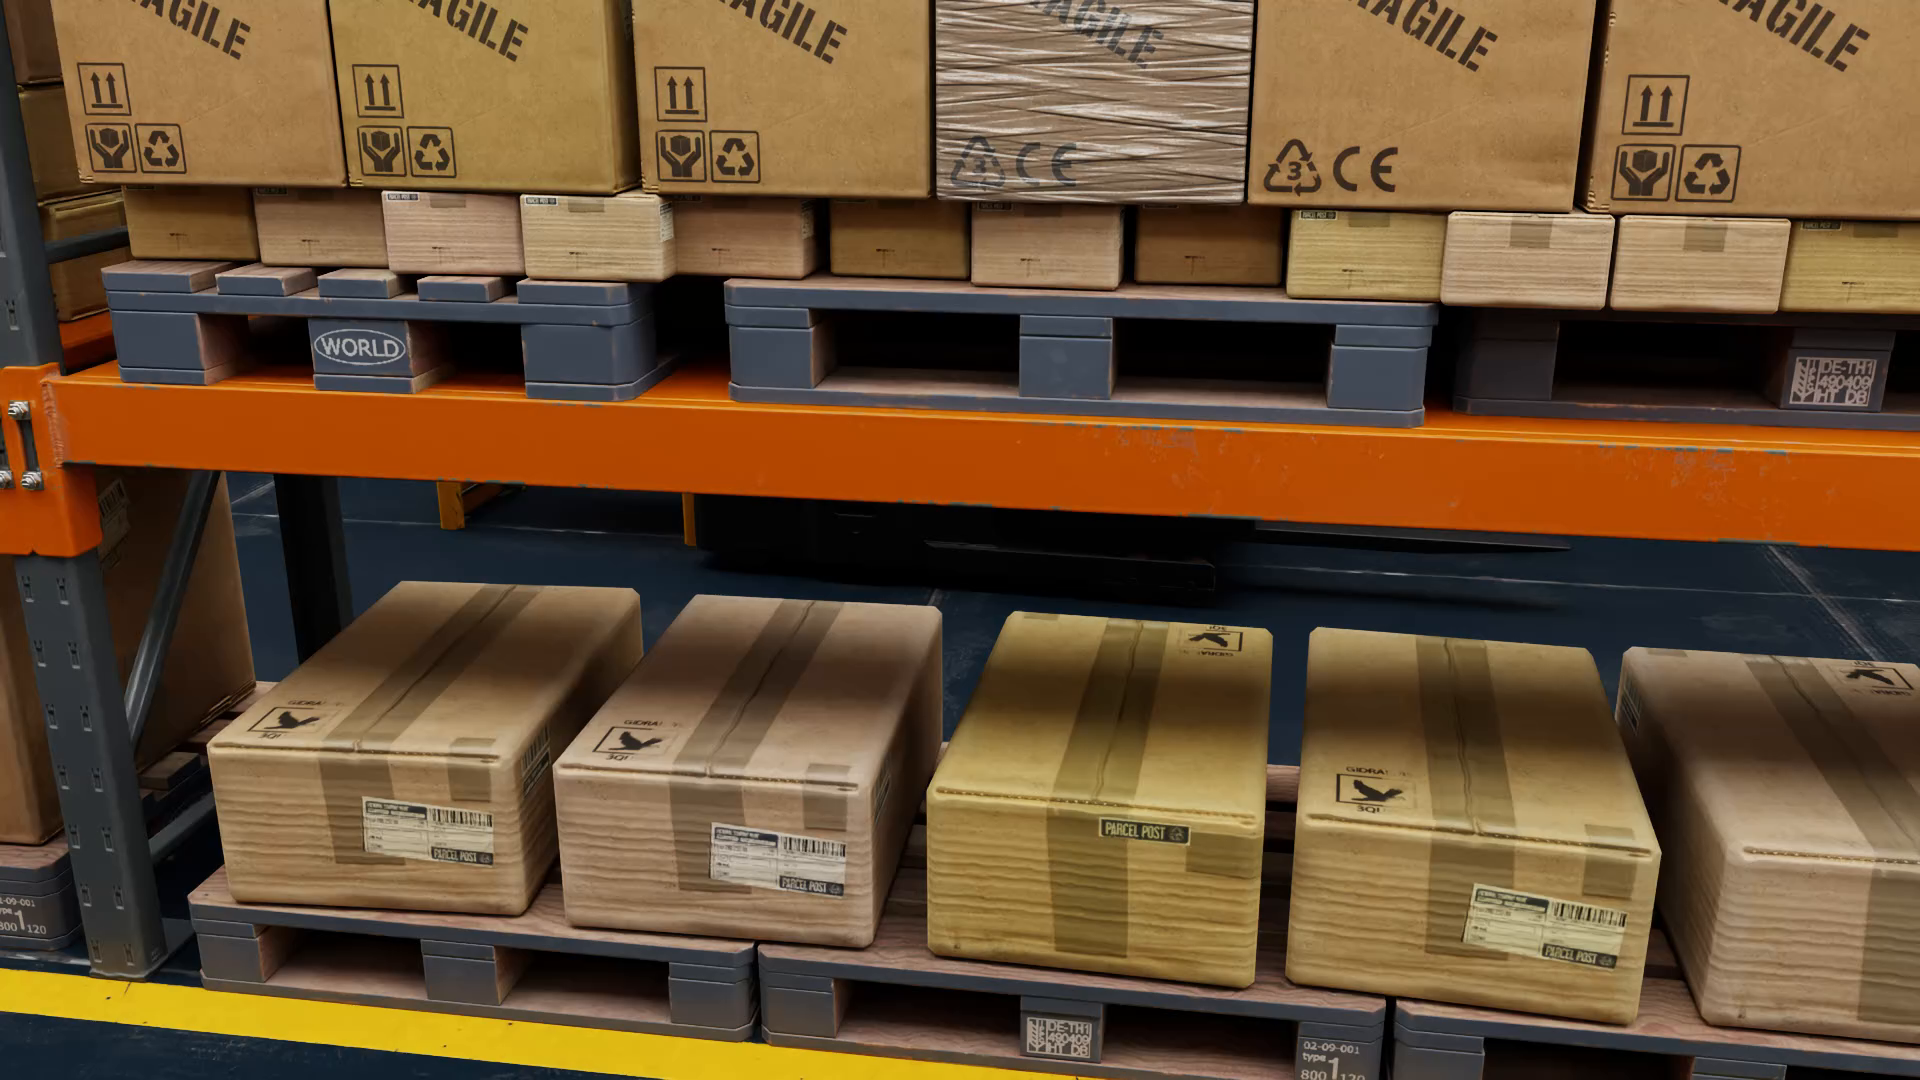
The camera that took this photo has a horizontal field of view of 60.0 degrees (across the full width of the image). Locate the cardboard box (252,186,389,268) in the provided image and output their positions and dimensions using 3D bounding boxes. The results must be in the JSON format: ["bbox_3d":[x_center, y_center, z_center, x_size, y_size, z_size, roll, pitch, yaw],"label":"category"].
[{"bbox_3d":[-1.137,-0.627,3.185,0.250,0.149,0.380,2,19,5],"label":"cardboard box"}]

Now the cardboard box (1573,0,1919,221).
[{"bbox_3d":[1.265,-0.809,2.705,0.500,0.500,0.500,3,19,9],"label":"cardboard box"}]

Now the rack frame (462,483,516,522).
[{"bbox_3d":[-1.914,-0.842,6.456,0.032,1.500,0.500,4,19,11],"label":"rack frame"}]

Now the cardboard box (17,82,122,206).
[{"bbox_3d":[-2.163,-0.916,3.761,0.500,0.250,0.500,3,19,8],"label":"cardboard box"}]

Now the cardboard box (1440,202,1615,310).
[{"bbox_3d":[0.925,-0.497,2.796,0.250,0.149,0.380,3,19,9],"label":"cardboard box"}]

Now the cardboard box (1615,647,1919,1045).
[{"bbox_3d":[1.729,0.576,3.334,0.625,0.372,0.950,3,19,9],"label":"cardboard box"}]

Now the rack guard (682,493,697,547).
[{"bbox_3d":[-0.938,-0.185,6.463,0.087,0.250,0.587,4,19,11],"label":"rack guard"}]

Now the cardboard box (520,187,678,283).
[{"bbox_3d":[-0.606,-0.579,3.040,0.250,0.149,0.380,3,19,9],"label":"cardboard box"}]

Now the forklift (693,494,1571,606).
[{"bbox_3d":[0.612,-1.350,5.719,3.031,2.935,1.130,4,19,11],"label":"forklift"}]

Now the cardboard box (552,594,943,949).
[{"bbox_3d":[-0.416,0.466,3.661,0.625,0.372,0.950,3,19,8],"label":"cardboard box"}]

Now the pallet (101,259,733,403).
[{"bbox_3d":[-0.982,-0.553,3.532,1.003,0.211,1.213,3,19,9],"label":"pallet"}]

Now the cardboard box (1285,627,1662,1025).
[{"bbox_3d":[1.019,0.541,3.439,0.625,0.372,0.950,4,19,12],"label":"cardboard box"}]

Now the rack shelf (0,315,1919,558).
[{"bbox_3d":[0.272,-0.205,3.322,4.000,0.370,1.077,3,19,9],"label":"rack shelf"}]

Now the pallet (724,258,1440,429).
[{"bbox_3d":[0.259,-0.469,3.280,1.213,0.211,1.003,3,19,9],"label":"pallet"}]

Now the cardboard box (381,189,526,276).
[{"bbox_3d":[-0.874,-0.599,3.101,0.250,0.149,0.380,2,19,5],"label":"cardboard box"}]

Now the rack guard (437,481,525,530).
[{"bbox_3d":[-1.913,-0.249,6.655,0.087,0.250,0.587,4,19,11],"label":"rack guard"}]

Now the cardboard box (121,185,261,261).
[{"bbox_3d":[-1.411,-0.652,3.259,0.250,0.149,0.380,2,19,5],"label":"cardboard box"}]

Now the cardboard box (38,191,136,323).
[{"bbox_3d":[-2.145,-0.679,3.842,0.500,0.250,0.500,3,19,8],"label":"cardboard box"}]

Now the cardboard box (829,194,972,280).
[{"bbox_3d":[-0.070,-0.589,3.071,0.250,0.149,0.380,4,19,11],"label":"cardboard box"}]

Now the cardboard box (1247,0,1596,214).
[{"bbox_3d":[0.756,-0.837,2.789,0.500,0.500,0.500,4,19,11],"label":"cardboard box"}]

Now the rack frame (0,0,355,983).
[{"bbox_3d":[-1.702,-0.647,3.509,0.127,3.000,1.000,3,19,9],"label":"rack frame"}]

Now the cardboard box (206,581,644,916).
[{"bbox_3d":[-1.146,0.432,3.765,0.625,0.372,0.950,2,19,5],"label":"cardboard box"}]

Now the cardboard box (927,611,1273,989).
[{"bbox_3d":[0.332,0.506,3.542,0.625,0.372,0.950,4,19,10],"label":"cardboard box"}]

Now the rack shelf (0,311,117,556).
[{"bbox_3d":[-3.677,-0.406,3.924,4.000,0.370,1.077,3,19,9],"label":"rack shelf"}]

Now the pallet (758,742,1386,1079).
[{"bbox_3d":[0.270,0.778,3.647,1.213,0.211,1.003,3,19,9],"label":"pallet"}]

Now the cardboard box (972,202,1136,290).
[{"bbox_3d":[0.177,-0.556,2.971,0.250,0.149,0.380,4,19,10],"label":"cardboard box"}]

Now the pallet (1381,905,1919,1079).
[{"bbox_3d":[1.478,0.838,3.465,1.213,0.211,1.003,3,19,9],"label":"pallet"}]

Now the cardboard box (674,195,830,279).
[{"bbox_3d":[-0.355,-0.591,3.077,0.250,0.149,0.380,4,19,12],"label":"cardboard box"}]

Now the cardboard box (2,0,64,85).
[{"bbox_3d":[-2.150,-1.270,3.637,0.500,0.500,0.500,2,19,7],"label":"cardboard box"}]

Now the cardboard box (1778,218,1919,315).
[{"bbox_3d":[1.438,-0.484,2.756,0.250,0.149,0.380,2,19,7],"label":"cardboard box"}]

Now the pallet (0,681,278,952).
[{"bbox_3d":[-2.469,0.612,4.140,1.213,0.211,1.003,3,19,9],"label":"pallet"}]

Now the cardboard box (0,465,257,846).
[{"bbox_3d":[-2.371,0.101,3.961,0.875,0.875,0.875,3,19,8],"label":"cardboard box"}]

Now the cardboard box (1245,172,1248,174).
[{"bbox_3d":[0.469,-0.727,3.481,0.250,0.149,0.380,4,19,11],"label":"cardboard box"}]

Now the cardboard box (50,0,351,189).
[{"bbox_3d":[-1.295,-0.939,3.095,0.500,0.500,0.500,2,19,7],"label":"cardboard box"}]

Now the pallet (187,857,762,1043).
[{"bbox_3d":[-0.931,0.715,3.832,1.213,0.211,1.003,3,19,9],"label":"pallet"}]

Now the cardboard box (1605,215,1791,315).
[{"bbox_3d":[1.178,-0.485,2.761,0.250,0.149,0.380,3,19,8],"label":"cardboard box"}]

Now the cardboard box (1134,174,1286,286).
[{"bbox_3d":[0.447,-0.566,3.002,0.250,0.149,0.380,2,19,7],"label":"cardboard box"}]

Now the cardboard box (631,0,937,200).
[{"bbox_3d":[-0.254,-0.891,2.949,0.500,0.500,0.500,3,19,10],"label":"cardboard box"}]

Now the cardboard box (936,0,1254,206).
[{"bbox_3d":[0.239,-0.863,2.867,0.500,0.500,0.500,2,19,7],"label":"cardboard box"}]

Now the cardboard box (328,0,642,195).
[{"bbox_3d":[-0.779,-0.915,3.023,0.500,0.500,0.500,4,19,11],"label":"cardboard box"}]

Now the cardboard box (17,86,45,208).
[{"bbox_3d":[-2.221,-0.758,3.288,0.500,0.250,0.500,3,19,8],"label":"cardboard box"}]

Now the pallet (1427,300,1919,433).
[{"bbox_3d":[1.516,-0.439,3.189,1.213,0.211,1.003,3,19,9],"label":"pallet"}]

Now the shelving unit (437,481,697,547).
[{"bbox_3d":[-1.426,-0.810,6.360,1.083,1.500,0.587,4,19,11],"label":"shelving unit"}]

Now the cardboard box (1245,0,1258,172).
[{"bbox_3d":[0.340,-1.023,3.346,0.500,0.500,0.500,2,19,6],"label":"cardboard box"}]

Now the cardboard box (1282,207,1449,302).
[{"bbox_3d":[0.690,-0.521,2.866,0.250,0.149,0.380,3,19,9],"label":"cardboard box"}]
